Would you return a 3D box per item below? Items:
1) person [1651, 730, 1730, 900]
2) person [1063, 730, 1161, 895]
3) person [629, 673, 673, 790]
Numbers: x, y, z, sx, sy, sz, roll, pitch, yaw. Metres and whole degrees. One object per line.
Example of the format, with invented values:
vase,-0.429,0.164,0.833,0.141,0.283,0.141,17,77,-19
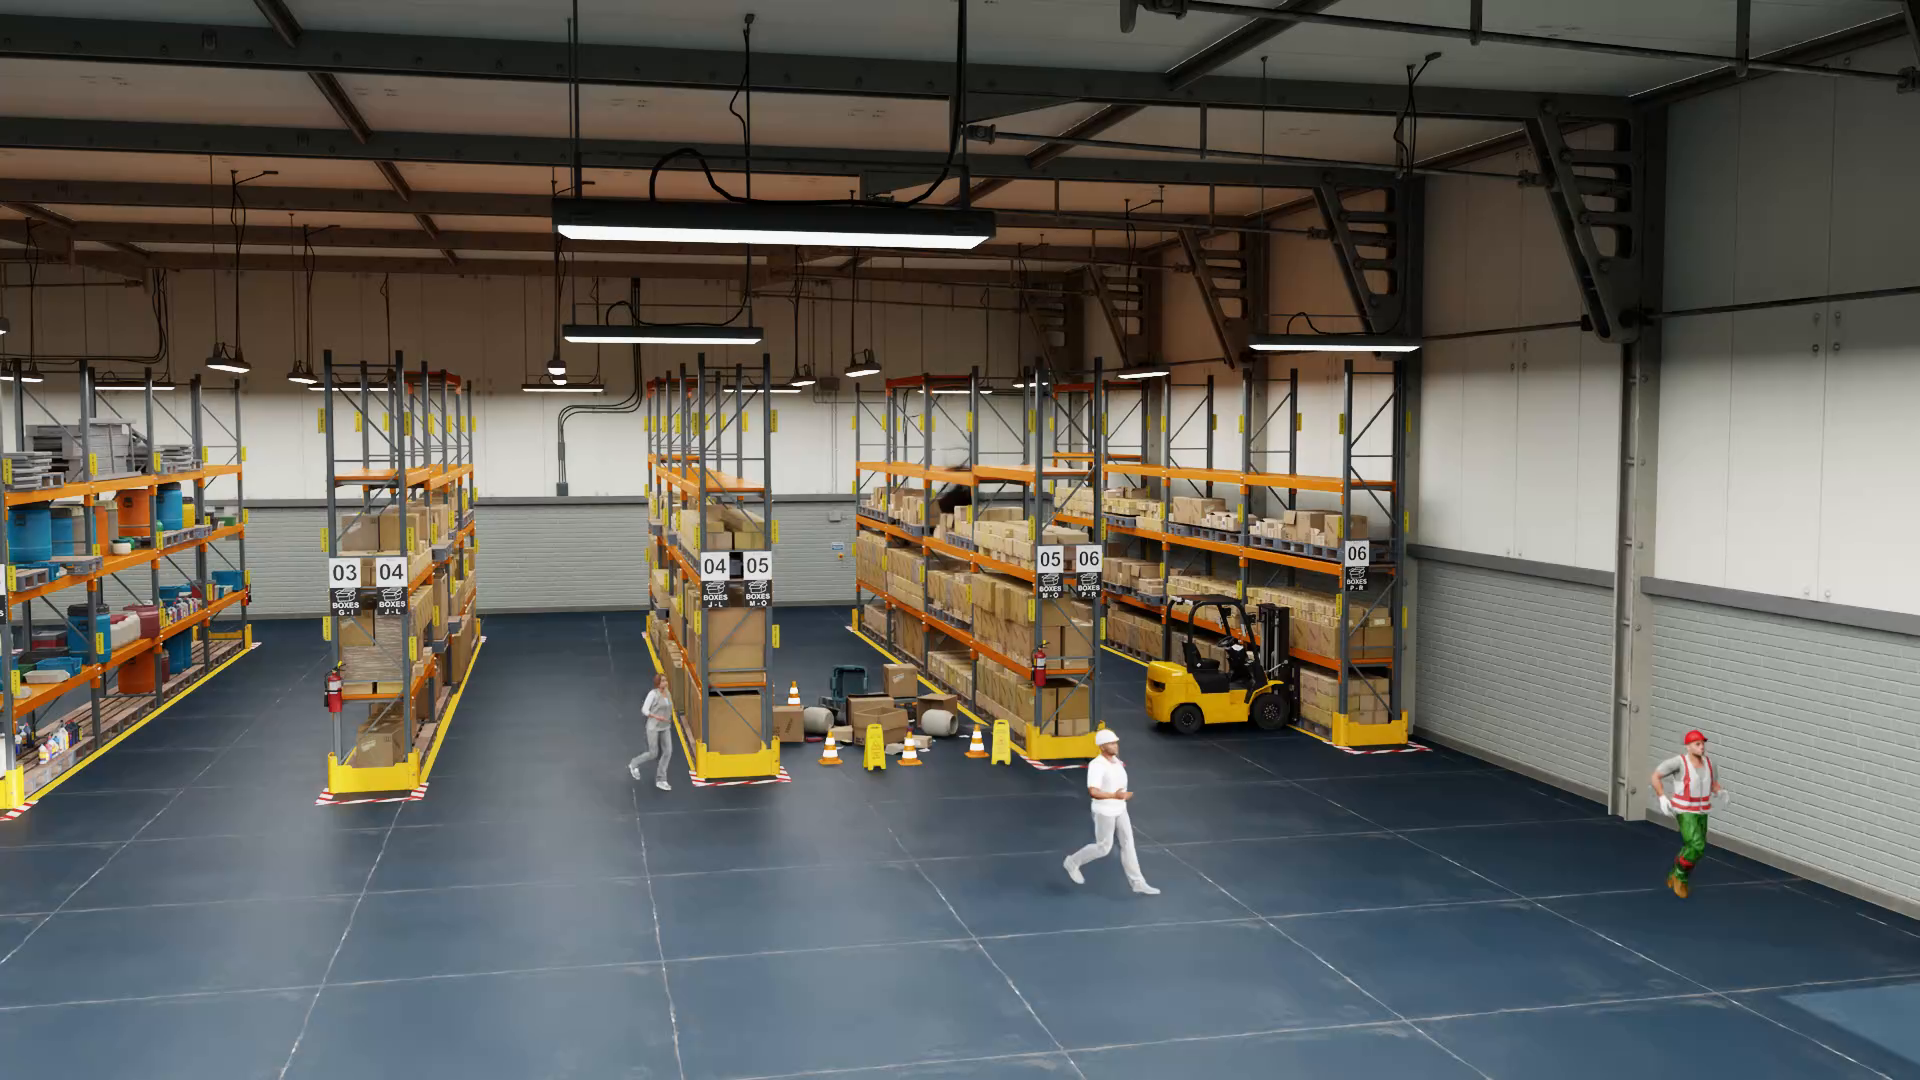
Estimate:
person,7.756,2.898,17.557,0.648,1.784,0.694,-1,4,-19
person,1.617,2.870,17.653,1.073,1.721,0.716,2,5,32
person,-4.202,2.634,22.992,0.747,1.569,0.550,3,5,37
